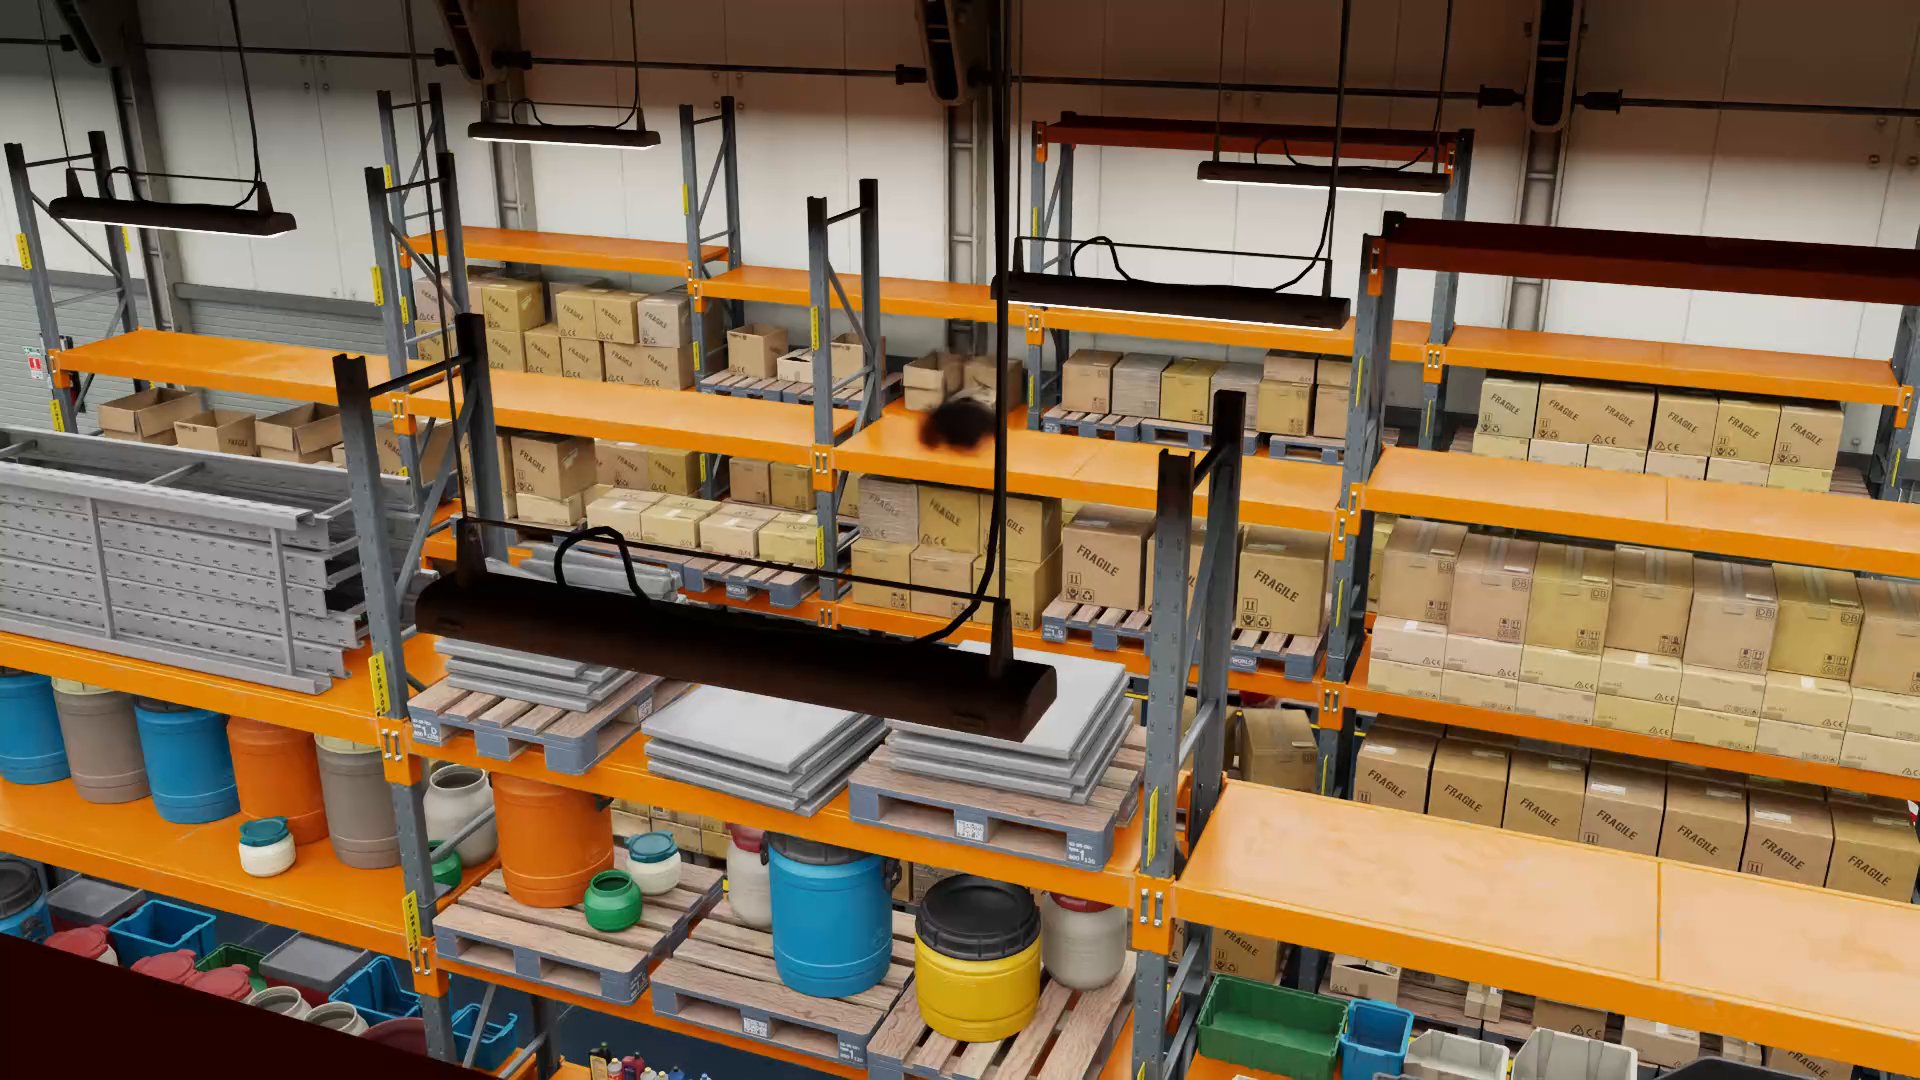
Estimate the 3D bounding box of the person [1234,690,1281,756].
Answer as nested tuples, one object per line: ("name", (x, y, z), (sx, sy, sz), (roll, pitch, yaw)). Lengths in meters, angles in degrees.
("person", (2.812, 1.620, 15.848), (0.919, 1.635, 0.679), (3, 21, 7))
